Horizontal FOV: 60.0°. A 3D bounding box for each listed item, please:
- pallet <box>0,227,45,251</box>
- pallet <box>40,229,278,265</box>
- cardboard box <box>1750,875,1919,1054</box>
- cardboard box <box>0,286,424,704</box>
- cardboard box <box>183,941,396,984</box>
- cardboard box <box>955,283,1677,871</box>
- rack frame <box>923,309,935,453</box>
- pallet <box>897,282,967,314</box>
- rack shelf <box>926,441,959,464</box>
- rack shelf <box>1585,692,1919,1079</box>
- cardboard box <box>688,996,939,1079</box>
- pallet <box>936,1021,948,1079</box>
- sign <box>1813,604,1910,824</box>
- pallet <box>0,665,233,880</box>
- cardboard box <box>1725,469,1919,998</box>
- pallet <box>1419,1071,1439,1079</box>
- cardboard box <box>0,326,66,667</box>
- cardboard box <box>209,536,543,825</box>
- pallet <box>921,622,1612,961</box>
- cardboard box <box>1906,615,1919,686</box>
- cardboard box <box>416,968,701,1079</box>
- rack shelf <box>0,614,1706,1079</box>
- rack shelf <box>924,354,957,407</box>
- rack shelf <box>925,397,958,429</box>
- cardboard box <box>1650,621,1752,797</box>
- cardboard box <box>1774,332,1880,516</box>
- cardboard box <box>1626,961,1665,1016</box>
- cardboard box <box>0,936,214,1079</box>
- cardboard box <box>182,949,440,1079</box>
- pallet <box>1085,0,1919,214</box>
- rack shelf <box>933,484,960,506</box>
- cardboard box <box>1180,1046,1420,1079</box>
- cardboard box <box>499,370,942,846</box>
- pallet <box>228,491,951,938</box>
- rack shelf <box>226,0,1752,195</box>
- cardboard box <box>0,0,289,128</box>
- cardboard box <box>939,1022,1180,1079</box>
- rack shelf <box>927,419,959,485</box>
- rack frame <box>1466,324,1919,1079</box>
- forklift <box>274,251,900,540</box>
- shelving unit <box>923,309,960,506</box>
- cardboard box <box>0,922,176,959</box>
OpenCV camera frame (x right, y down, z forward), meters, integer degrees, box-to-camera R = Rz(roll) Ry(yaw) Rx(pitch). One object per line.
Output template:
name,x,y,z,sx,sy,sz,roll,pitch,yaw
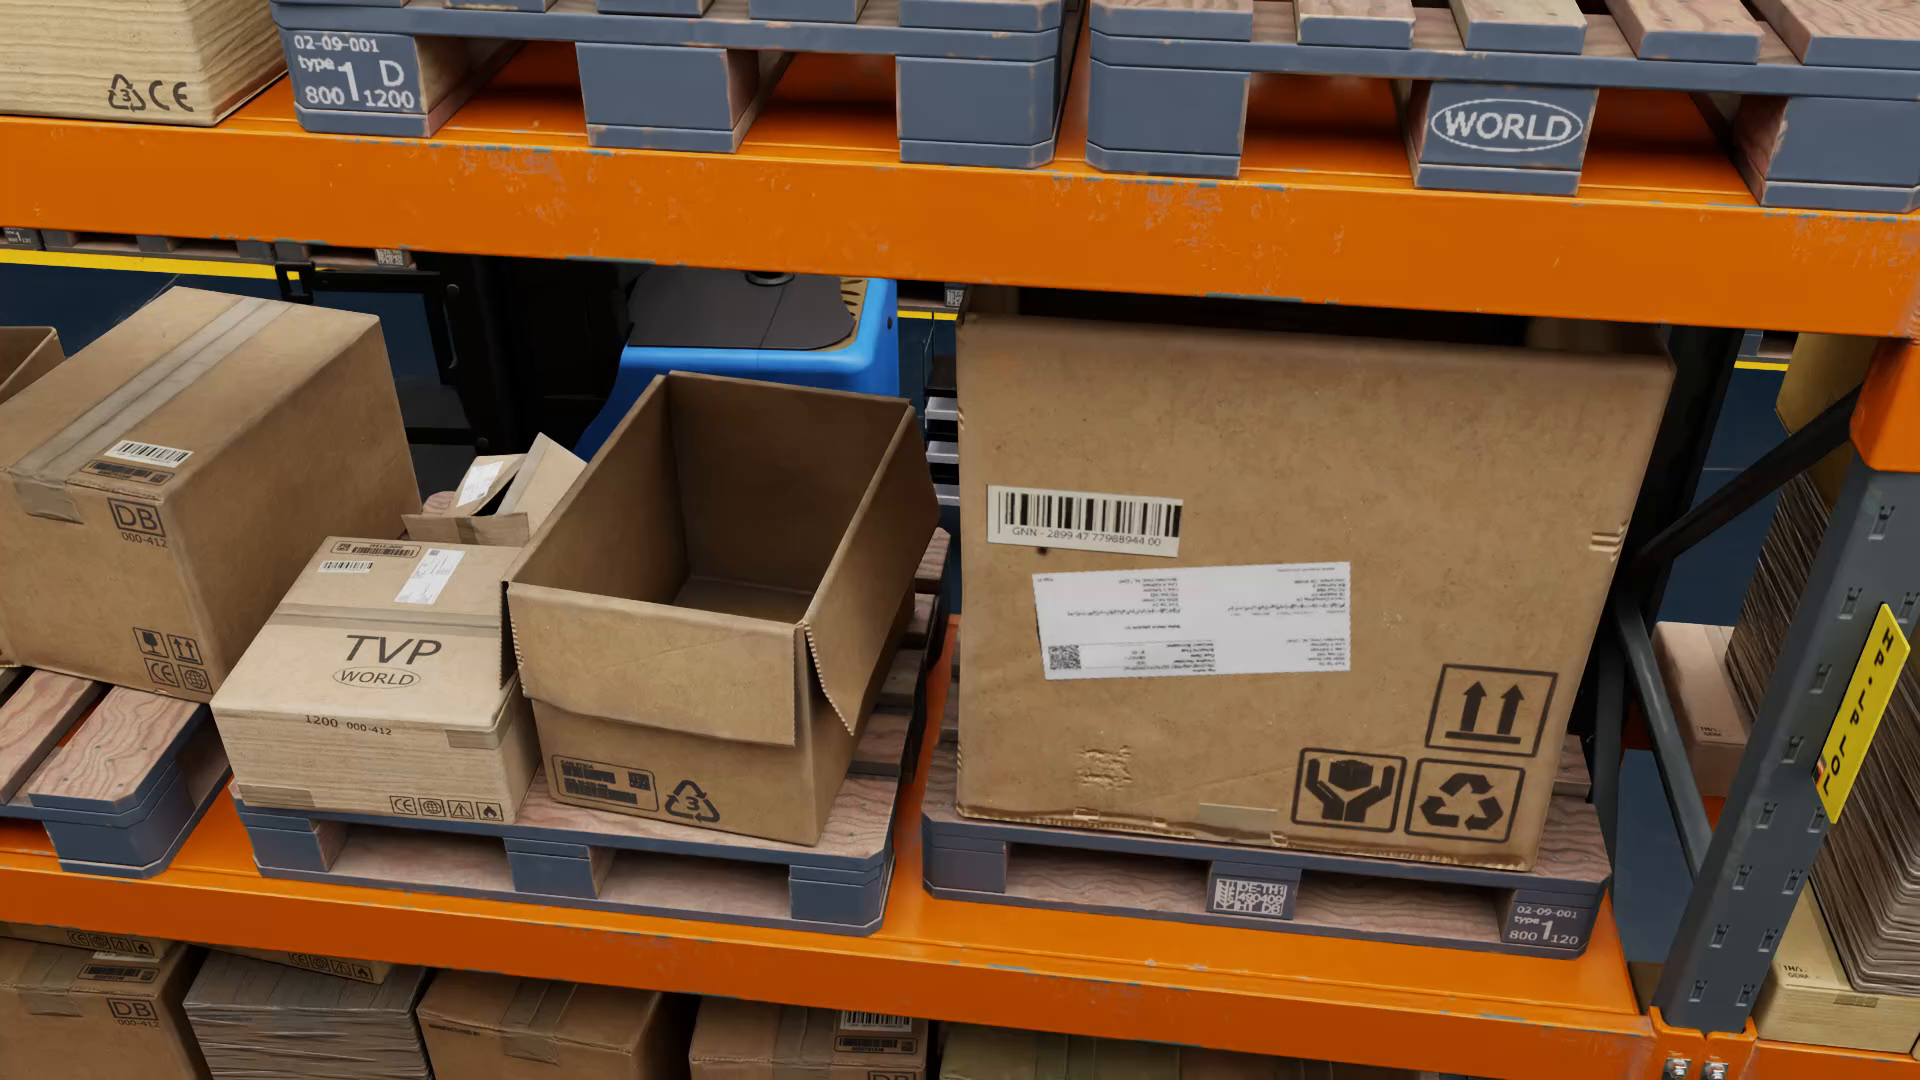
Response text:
pallet,-5.107,-1.853,8.664,1.213,0.211,1.003,4,36,6
pallet,-3.893,-1.764,8.540,1.213,0.211,1.003,4,36,6
cardboard box,1.499,0.689,2.918,0.250,0.149,0.380,4,36,6
cardboard box,-1.537,-0.109,3.373,0.500,0.500,0.700,9,37,13
cardboard box,-1.448,0.701,3.814,0.500,0.250,0.500,8,36,11
cardboard box,0.554,-0.157,3.009,1.000,1.000,1.000,4,36,6
rack frame,-0.109,-0.374,6.000,0.006,0.900,0.240,4,36,6
pallet,0.067,-1.420,8.058,1.213,0.211,1.003,4,36,6
rack shelf,-0.008,-0.340,6.009,0.200,0.077,0.258,4,36,6
rack shelf,3.307,0.839,3.112,4.000,0.370,1.077,4,36,6
cardboard box,-0.308,1.091,3.912,0.500,0.500,0.700,1,36,2
pallet,-0.662,1.387,4.124,1.213,0.211,1.003,4,36,6
sign,1.257,0.247,2.326,0.005,0.325,0.100,4,36,6
pallet,-1.923,0.171,3.593,1.003,0.211,1.213,4,36,6
cardboard box,1.762,0.305,2.898,0.500,0.500,0.875,4,36,6
pallet,0.551,1.476,4.000,1.213,0.211,1.003,4,36,6
cardboard box,-2.103,-0.093,3.350,0.500,0.500,0.500,0,36,0
cardboard box,-1.011,0.249,3.087,0.500,0.250,0.500,3,36,5
pallet,0.584,0.336,3.363,1.213,0.211,1.003,4,36,6
cardboard box,1.738,0.009,2.453,0.500,0.500,0.500,4,36,6
cardboard box,-0.862,1.050,3.970,0.500,0.500,0.700,7,36,10
rack shelf,-0.660,0.543,3.527,4.000,0.370,1.077,4,36,6
rack shelf,3.556,-4.828,9.708,5.840,2.546,12.311,4,36,6
rack shelf,-0.008,-0.486,5.904,0.200,0.077,0.258,4,36,6
cardboard box,1.574,0.347,3.398,0.250,0.149,0.380,4,36,6
cardboard box,1.805,-0.296,2.880,0.500,0.500,0.500,4,36,6
cardboard box,1.715,1.297,3.641,0.500,0.500,0.500,3,36,5
cardboard box,-1.977,0.978,4.070,0.500,0.500,0.700,2,36,3
cardboard box,-1.425,1.012,4.023,0.500,0.500,0.700,1,36,2
pallet,0.725,-0.854,2.444,1.003,0.211,1.213,4,36,6
rack shelf,-0.008,-0.193,6.113,0.200,0.077,0.258,4,36,6
cardboard box,0.717,1.178,3.790,0.500,0.500,0.700,2,36,2
cardboard box,-0.407,0.110,3.063,0.637,0.503,0.797,8,36,11
pallet,-0.675,0.303,3.409,1.213,0.211,1.003,4,36,6
rack shelf,-0.660,-0.787,2.578,3.809,0.052,0.919,4,36,6
cardboard box,-1.190,-0.806,2.344,0.500,0.250,0.500,5,36,7
cardboard box,0.247,1.132,3.854,0.500,0.500,0.700,4,36,6
rack shelf,-0.008,-0.338,6.010,0.200,0.252,0.258,4,36,6
rack frame,1.324,0.398,3.110,0.127,3.000,1.000,4,36,6
forklift,-2.390,0.796,2.611,3.943,2.935,8.118,2,36,2
shelving unit,3.554,-4.564,9.896,5.845,3.194,12.311,4,36,6
cardboard box,-1.975,0.667,3.860,0.500,0.250,0.500,6,36,8
